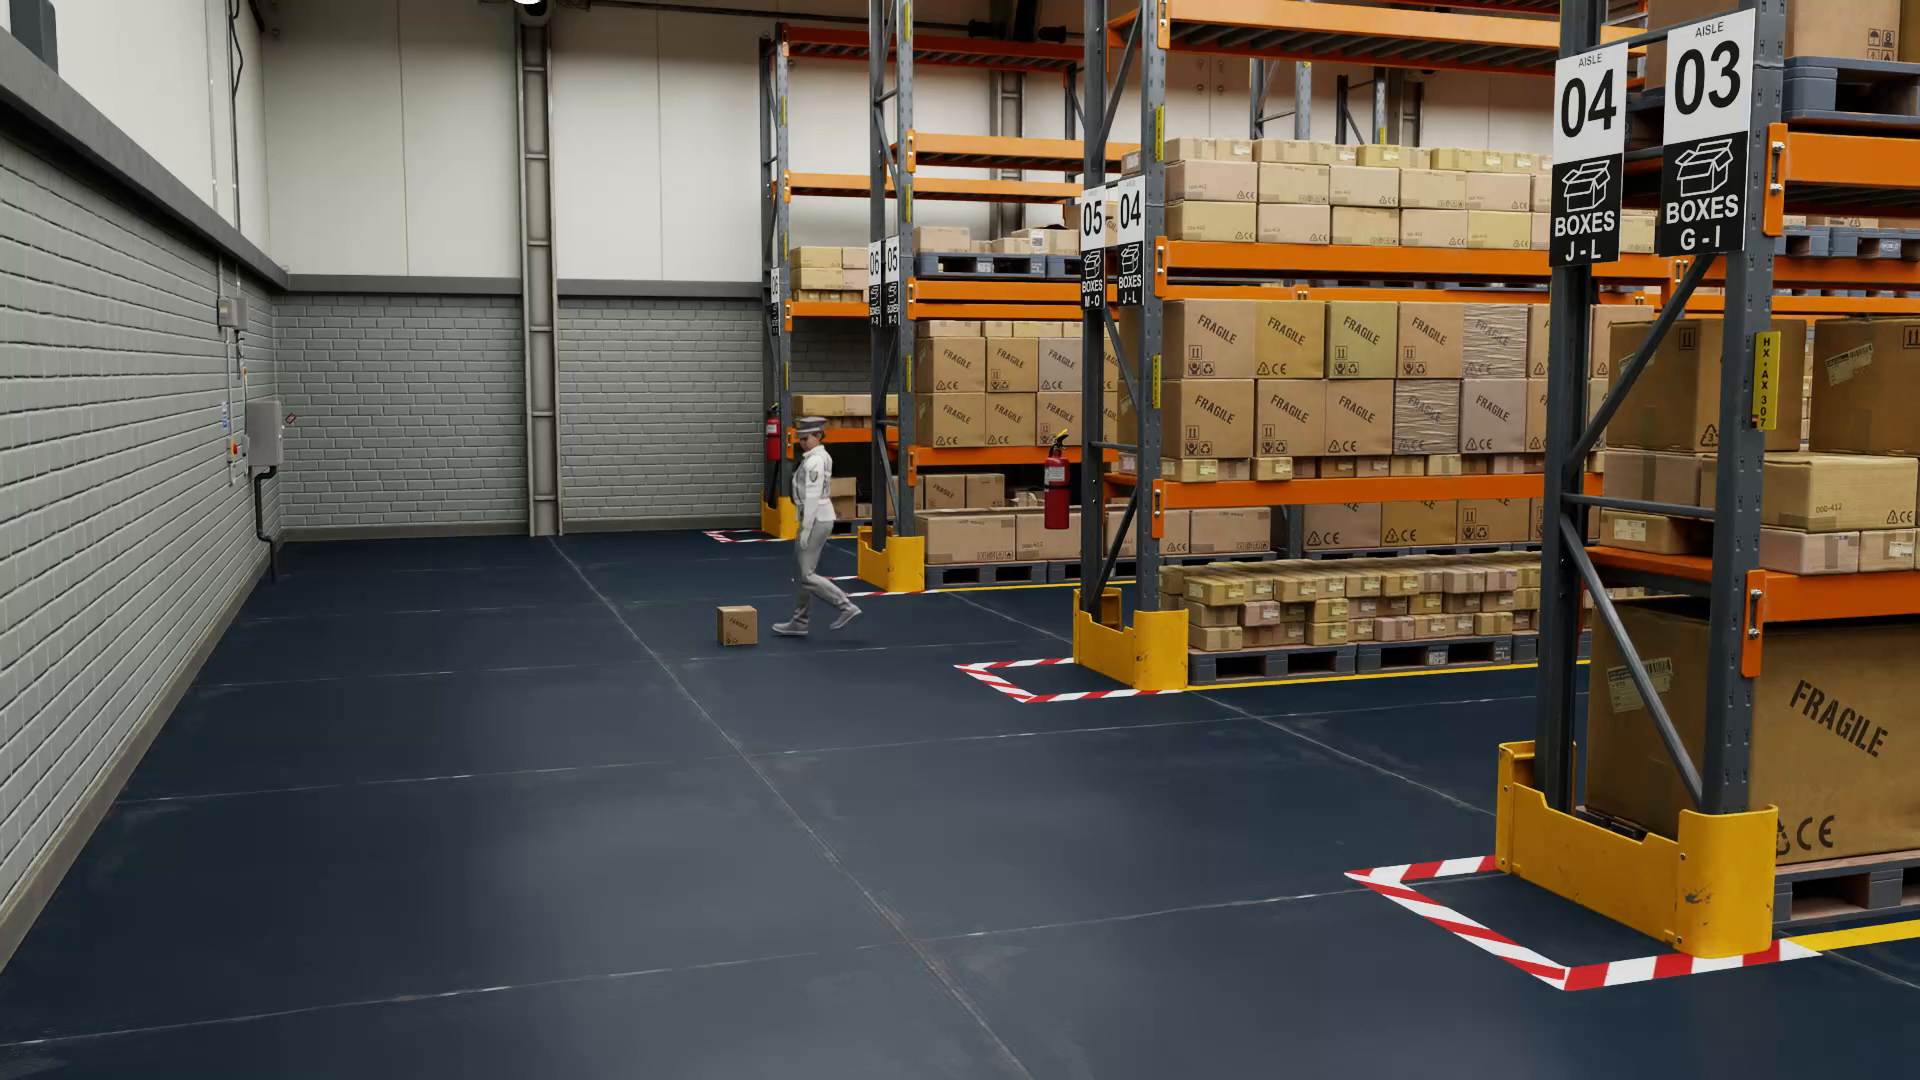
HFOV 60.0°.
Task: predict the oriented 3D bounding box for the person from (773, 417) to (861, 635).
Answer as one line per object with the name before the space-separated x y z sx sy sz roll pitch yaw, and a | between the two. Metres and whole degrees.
person | -1.074 -0.095 12.368 0.734 1.643 0.522 1 6 6
